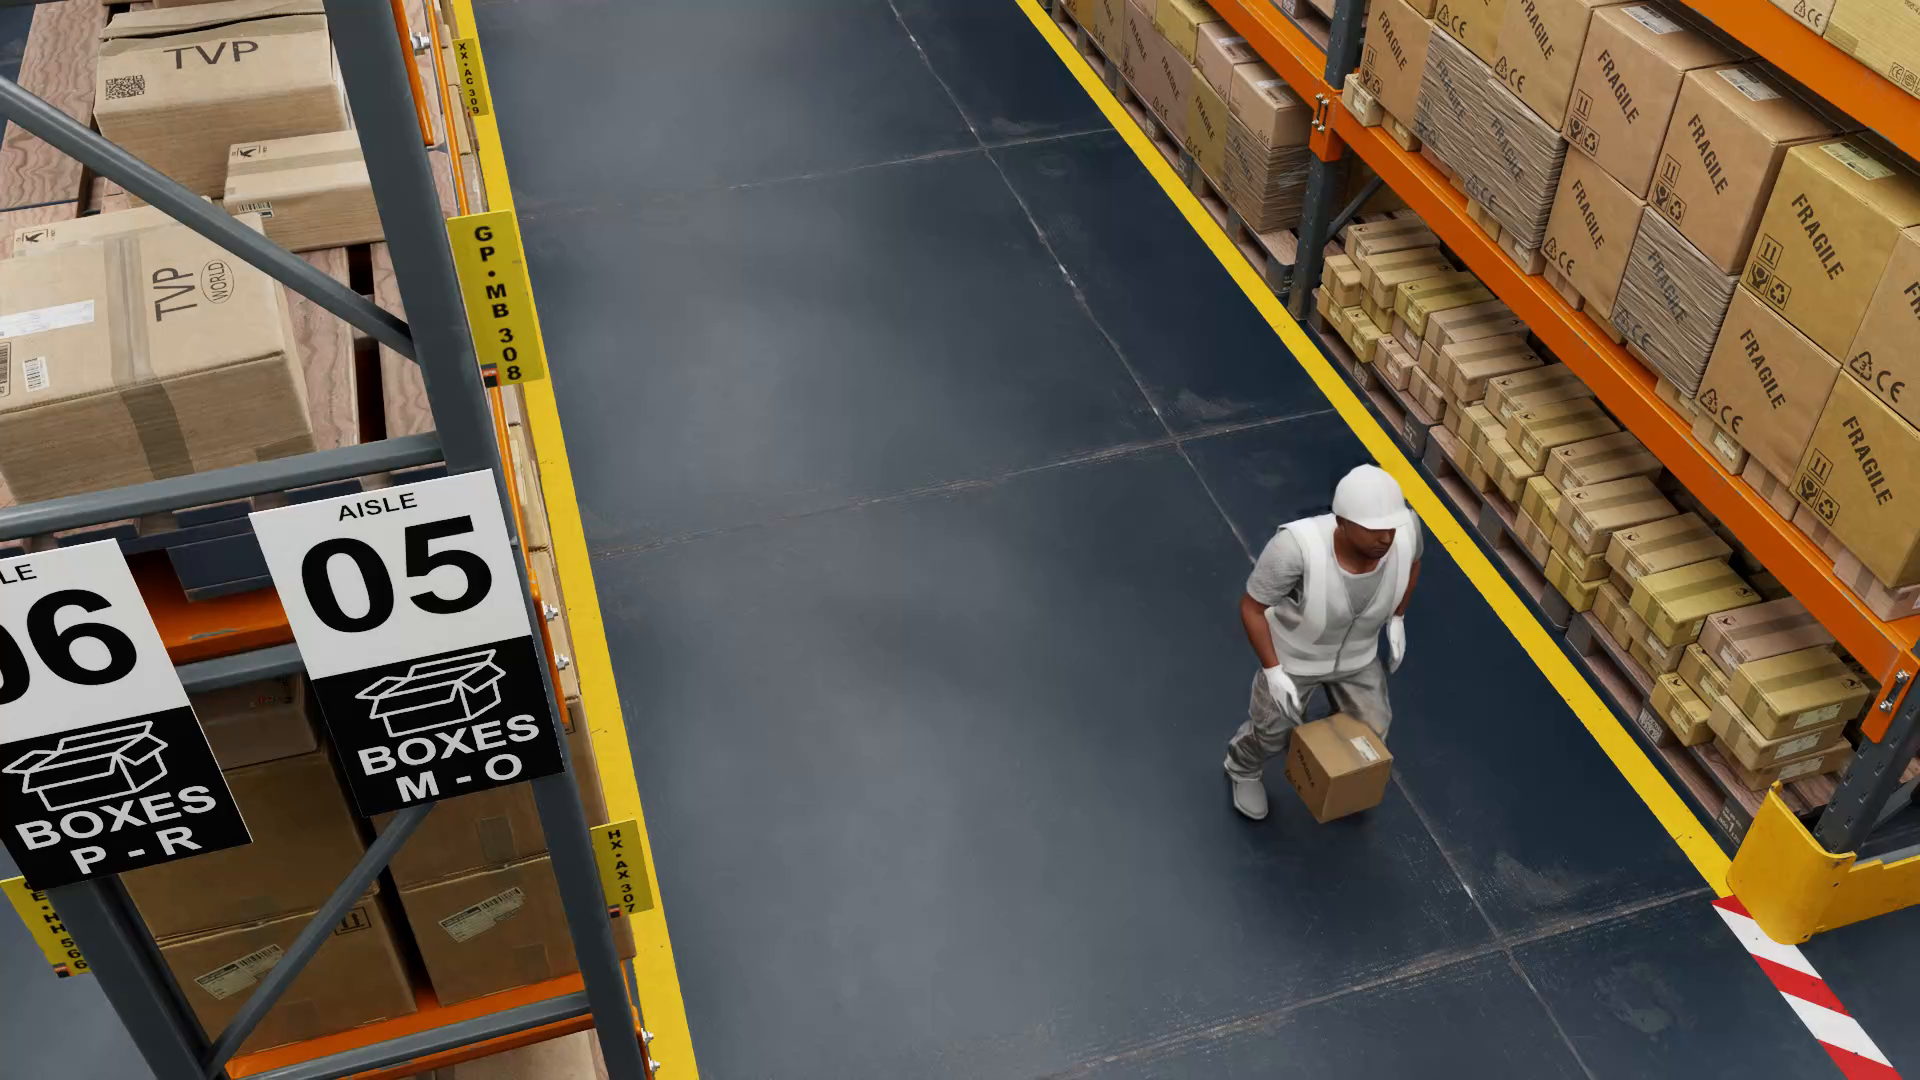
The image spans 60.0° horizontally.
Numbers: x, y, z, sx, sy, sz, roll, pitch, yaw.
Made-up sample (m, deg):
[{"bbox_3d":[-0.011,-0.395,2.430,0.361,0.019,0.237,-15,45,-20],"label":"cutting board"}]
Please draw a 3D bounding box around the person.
[{"bbox_3d":[1.266,0.387,5.755,0.677,1.729,0.545,-10,43,-10],"label":"person"}]
